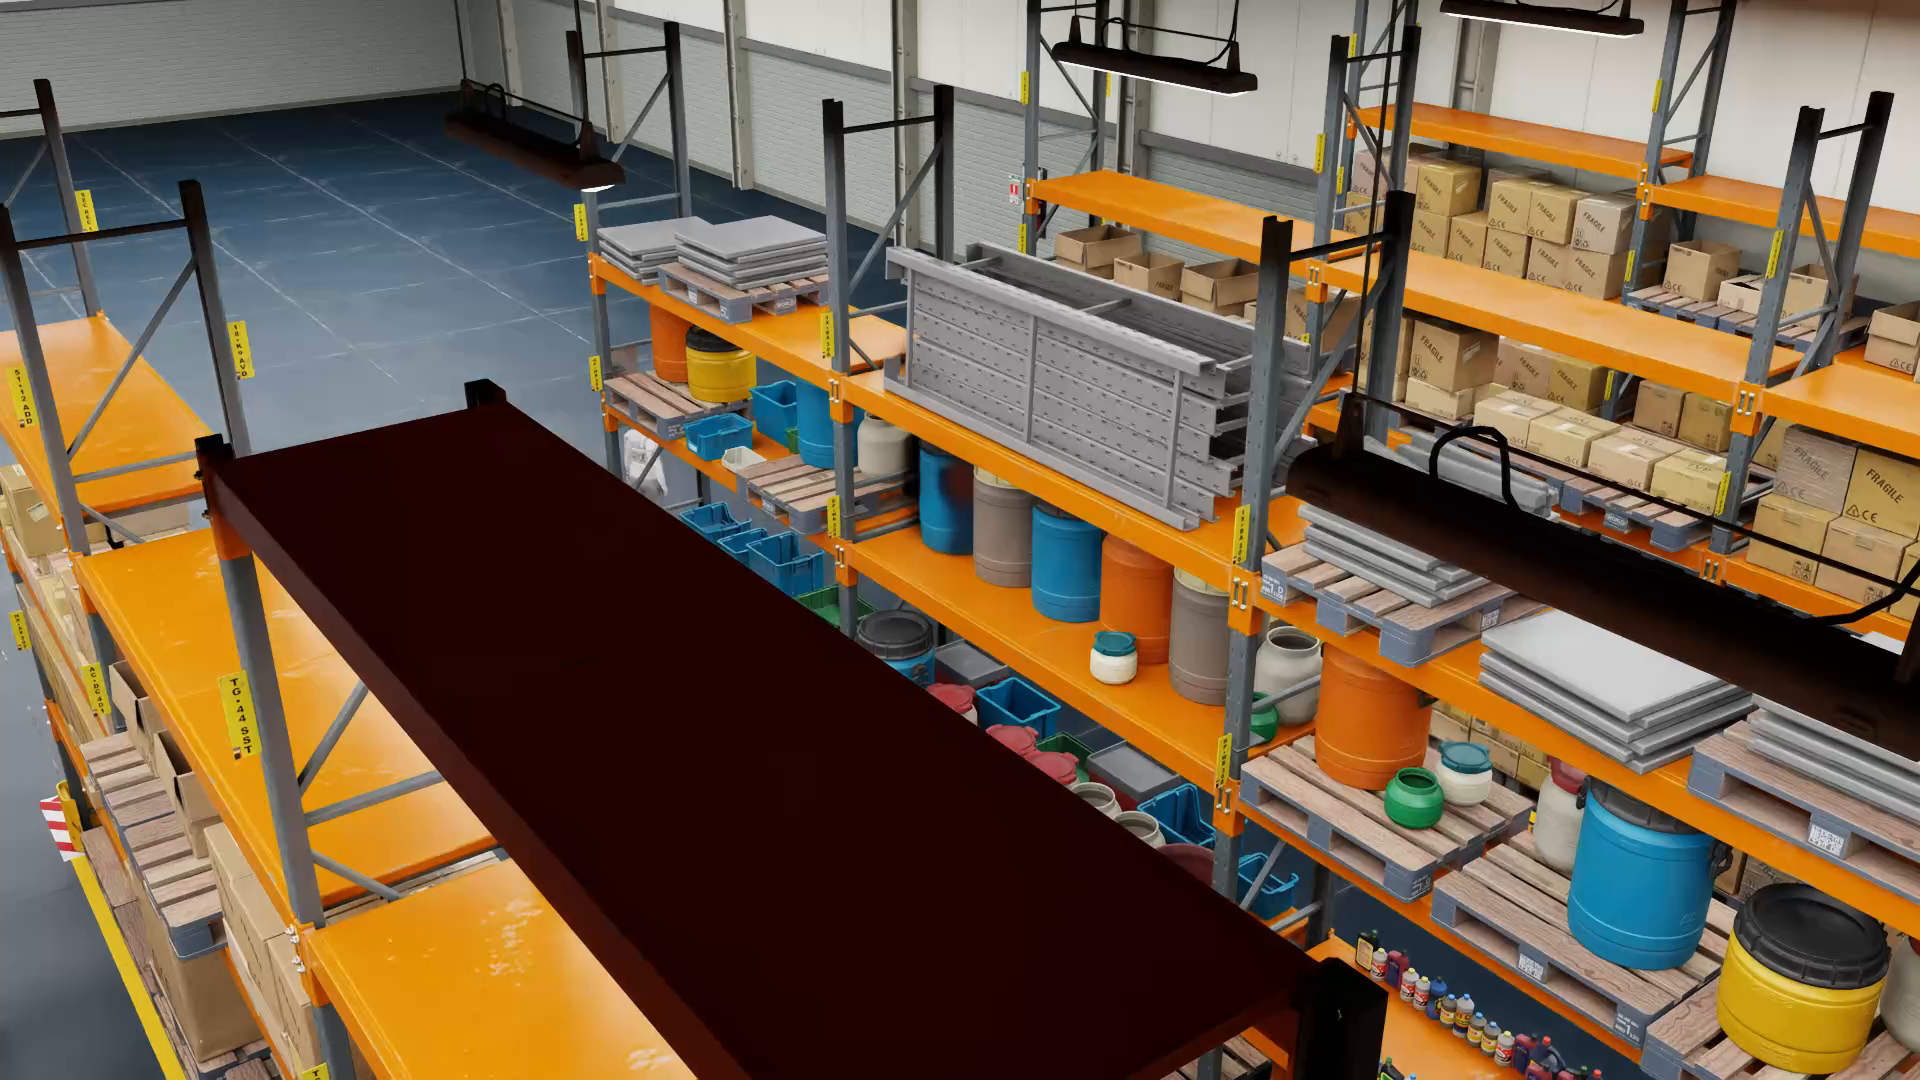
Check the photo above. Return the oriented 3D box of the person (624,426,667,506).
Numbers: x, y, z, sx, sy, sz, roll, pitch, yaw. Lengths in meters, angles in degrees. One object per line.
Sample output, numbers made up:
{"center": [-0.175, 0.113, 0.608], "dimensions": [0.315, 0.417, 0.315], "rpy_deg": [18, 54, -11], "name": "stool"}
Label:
{"center": [-3.494, -0.659, 18.434], "dimensions": [0.596, 1.720, 0.376], "rpy_deg": [16, 29, 31], "name": "person"}
